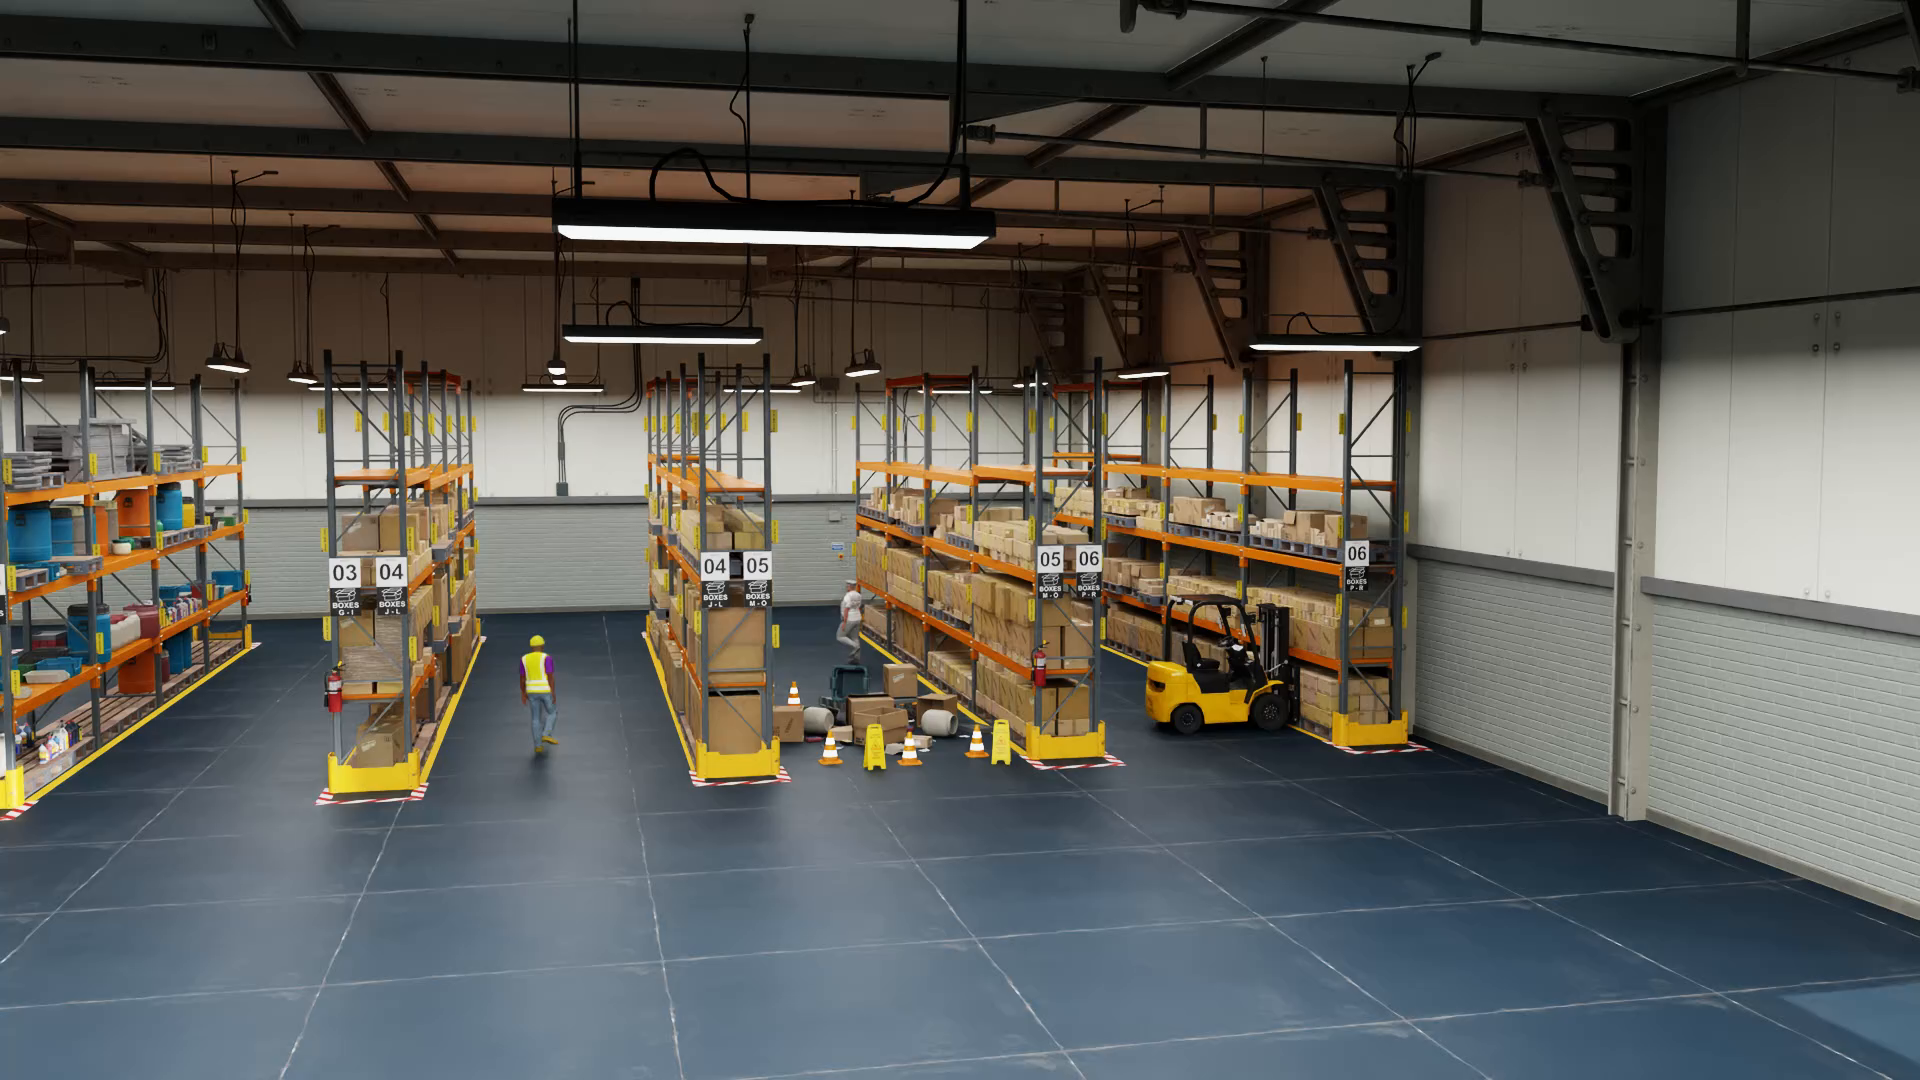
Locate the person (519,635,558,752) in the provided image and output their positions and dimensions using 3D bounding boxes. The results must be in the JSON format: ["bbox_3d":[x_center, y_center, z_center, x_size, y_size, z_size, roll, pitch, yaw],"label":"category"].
[{"bbox_3d":[-6.459,2.344,25.499,0.601,1.754,0.478,0,4,-1],"label":"person"}]

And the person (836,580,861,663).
[{"bbox_3d":[-2.259,1.702,34.720,0.541,1.752,0.588,2,5,31],"label":"person"}]
